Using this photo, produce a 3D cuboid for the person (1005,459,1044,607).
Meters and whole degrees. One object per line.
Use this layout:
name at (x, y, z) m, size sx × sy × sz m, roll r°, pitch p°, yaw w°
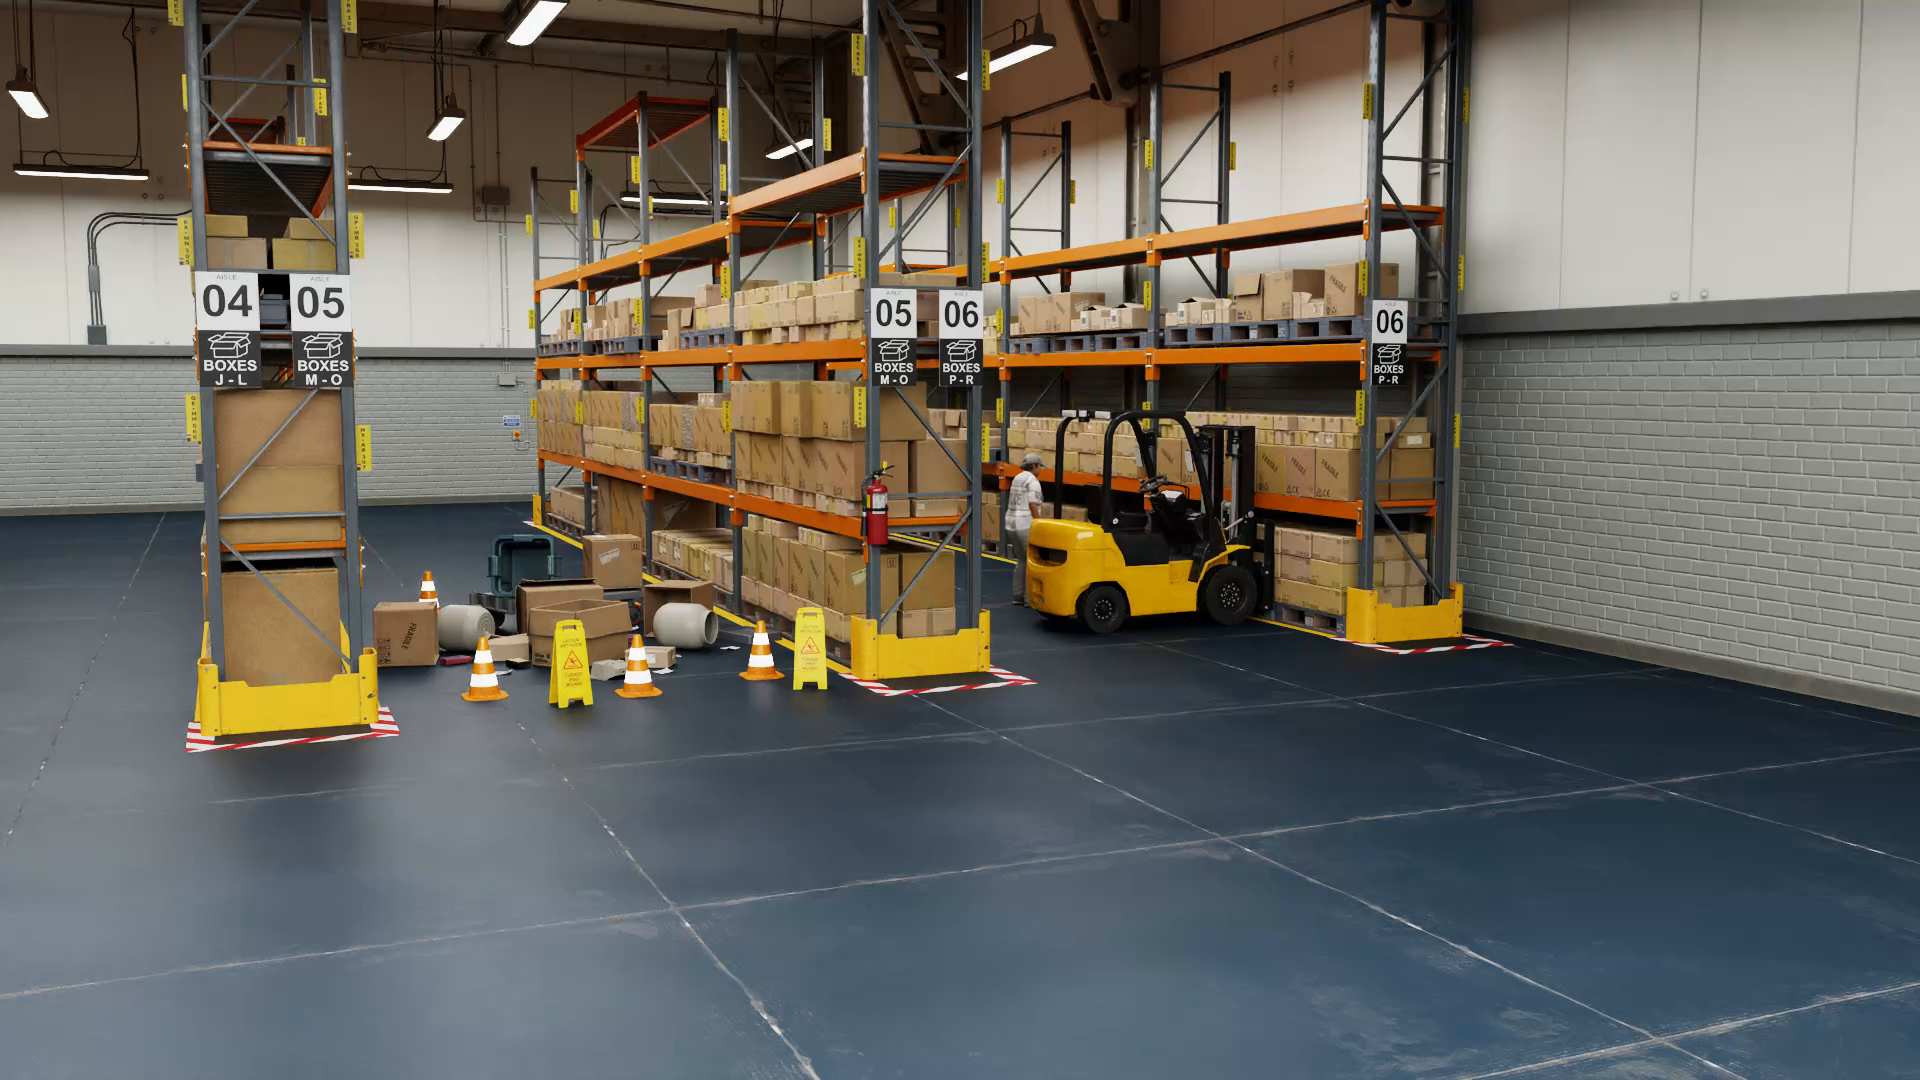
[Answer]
person at (0.723, -0.103, 18.121) m, size 0.401 × 1.651 × 0.543 m, roll -3°, pitch 6°, yaw -26°
